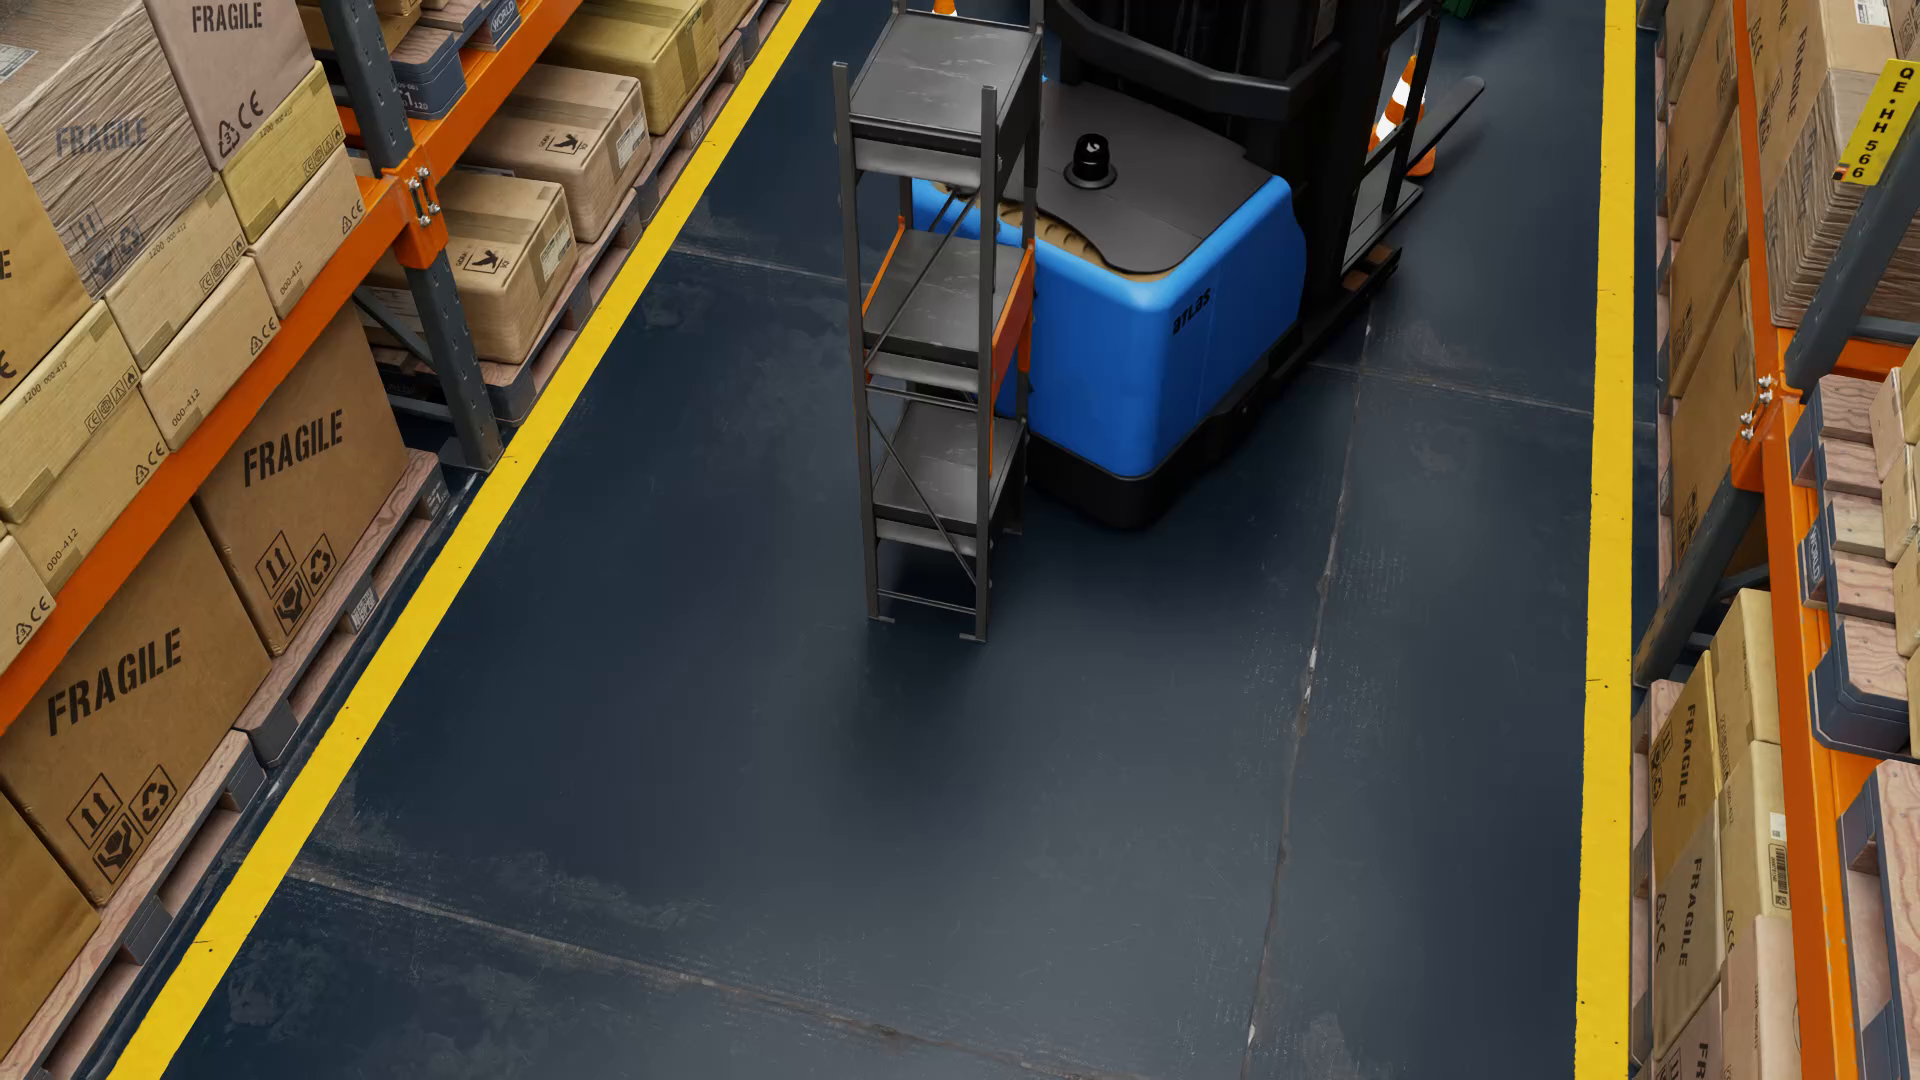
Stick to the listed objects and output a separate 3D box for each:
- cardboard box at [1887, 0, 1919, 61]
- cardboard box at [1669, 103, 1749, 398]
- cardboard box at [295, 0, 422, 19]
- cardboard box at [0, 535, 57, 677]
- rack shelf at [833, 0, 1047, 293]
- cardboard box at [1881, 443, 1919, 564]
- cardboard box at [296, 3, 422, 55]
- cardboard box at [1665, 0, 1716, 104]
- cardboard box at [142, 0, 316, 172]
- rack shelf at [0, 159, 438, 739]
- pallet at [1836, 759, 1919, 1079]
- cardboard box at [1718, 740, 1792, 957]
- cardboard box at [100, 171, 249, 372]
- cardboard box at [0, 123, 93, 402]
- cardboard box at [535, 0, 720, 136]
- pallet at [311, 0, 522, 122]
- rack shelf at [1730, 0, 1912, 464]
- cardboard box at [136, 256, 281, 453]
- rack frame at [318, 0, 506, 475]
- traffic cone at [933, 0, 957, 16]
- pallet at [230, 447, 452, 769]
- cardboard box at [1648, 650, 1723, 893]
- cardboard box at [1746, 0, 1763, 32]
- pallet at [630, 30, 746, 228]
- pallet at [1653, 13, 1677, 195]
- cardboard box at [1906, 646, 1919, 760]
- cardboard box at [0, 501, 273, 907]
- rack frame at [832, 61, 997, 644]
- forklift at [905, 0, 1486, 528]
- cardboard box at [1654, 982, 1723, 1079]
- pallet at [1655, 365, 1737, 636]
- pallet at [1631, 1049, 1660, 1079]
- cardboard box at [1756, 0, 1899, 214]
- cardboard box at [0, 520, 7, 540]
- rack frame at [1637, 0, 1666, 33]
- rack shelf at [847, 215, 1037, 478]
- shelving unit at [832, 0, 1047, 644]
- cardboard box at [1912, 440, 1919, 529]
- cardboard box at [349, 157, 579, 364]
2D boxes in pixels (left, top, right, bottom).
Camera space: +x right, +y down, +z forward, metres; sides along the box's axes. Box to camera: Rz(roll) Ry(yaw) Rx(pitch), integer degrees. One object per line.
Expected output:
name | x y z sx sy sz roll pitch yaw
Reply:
cardboard box | 2.914 -1.518 4.355 0.700 0.500 0.500 11 49 9
cardboard box | 3.128 -0.915 5.778 1.050 0.750 0.750 12 50 11
cardboard box | -1.806 -1.919 4.898 0.500 0.500 0.500 10 49 9
cardboard box | -2.405 0.206 3.668 0.500 0.250 0.500 11 49 9
rack shelf | -0.044 -1.029 4.342 0.431 0.518 0.480 12 50 10
cardboard box | 2.271 -0.043 3.675 0.380 0.149 0.250 14 50 12
cardboard box | -1.883 -1.623 5.069 0.380 0.149 0.250 9 49 8
cardboard box | 3.630 -2.286 6.987 1.050 0.750 0.750 11 50 10
cardboard box | -2.032 -1.307 4.169 0.500 0.500 0.500 10 49 9
rack shelf | -2.674 0.316 3.950 1.077 0.370 4.000 12 50 10
pallet | 2.173 1.038 2.961 1.003 0.211 1.213 12 50 10
cardboard box | 2.106 0.793 3.937 0.500 0.250 0.500 11 49 10
cardboard box | -2.162 -0.713 4.145 0.500 0.250 0.500 10 49 9
cardboard box | -2.296 -0.577 3.525 0.500 0.500 0.500 12 50 10
cardboard box | -1.598 -2.128 7.100 0.950 0.372 0.625 13 50 11
pallet | -2.063 -1.842 5.503 1.213 0.211 1.003 12 50 10
rack shelf | 3.181 -1.674 5.706 1.077 0.370 4.000 12 50 10
cardboard box | -2.150 -0.530 4.317 0.500 0.250 0.500 12 50 11
rack frame | -2.148 -1.369 4.957 1.000 3.000 0.127 12 50 10
traffic cone | -0.071 -2.249 7.427 0.336 0.463 0.334 12 50 10
pallet | -2.428 0.109 5.513 1.003 0.211 1.213 12 50 10
cardboard box | 2.222 0.684 4.532 0.500 0.500 0.500 10 49 8
cardboard box | 2.909 -1.971 5.422 0.500 0.500 0.500 12 50 11
pallet | -1.618 -1.891 7.278 1.003 0.211 1.213 12 50 10
pallet | 3.577 -1.863 7.253 1.003 0.211 1.213 12 50 10
cardboard box | 2.131 0.348 3.330 0.380 0.149 0.250 14 50 12
cardboard box | -2.649 0.323 4.601 0.875 0.875 0.875 12 50 10
rack frame | -0.108 -0.399 4.701 0.400 2.100 0.015 12 50 10
forklift | 1.095 -2.069 5.621 1.130 2.935 3.031 30 55 24
cardboard box | 1.962 1.421 3.882 0.500 0.500 0.500 10 49 9
pallet | 2.934 -0.098 5.695 1.003 0.211 1.213 12 50 10
pallet | 2.124 1.902 3.930 1.003 0.211 1.213 12 50 10
cardboard box | 2.646 -1.237 4.775 0.500 0.500 0.500 12 50 10
cardboard box | -2.413 0.037 3.483 0.500 0.250 0.500 10 49 9
rack frame | 3.707 -3.358 6.713 1.000 3.000 0.127 12 50 10
rack shelf | -0.044 -0.566 4.867 0.431 0.518 0.480 12 50 10
shelving unit | -0.044 -0.575 4.857 0.431 2.100 0.503 12 50 10
cardboard box | 2.264 -0.113 3.538 0.380 0.149 0.250 14 50 12
cardboard box | -1.990 -1.045 6.144 0.950 0.372 0.625 9 49 7
